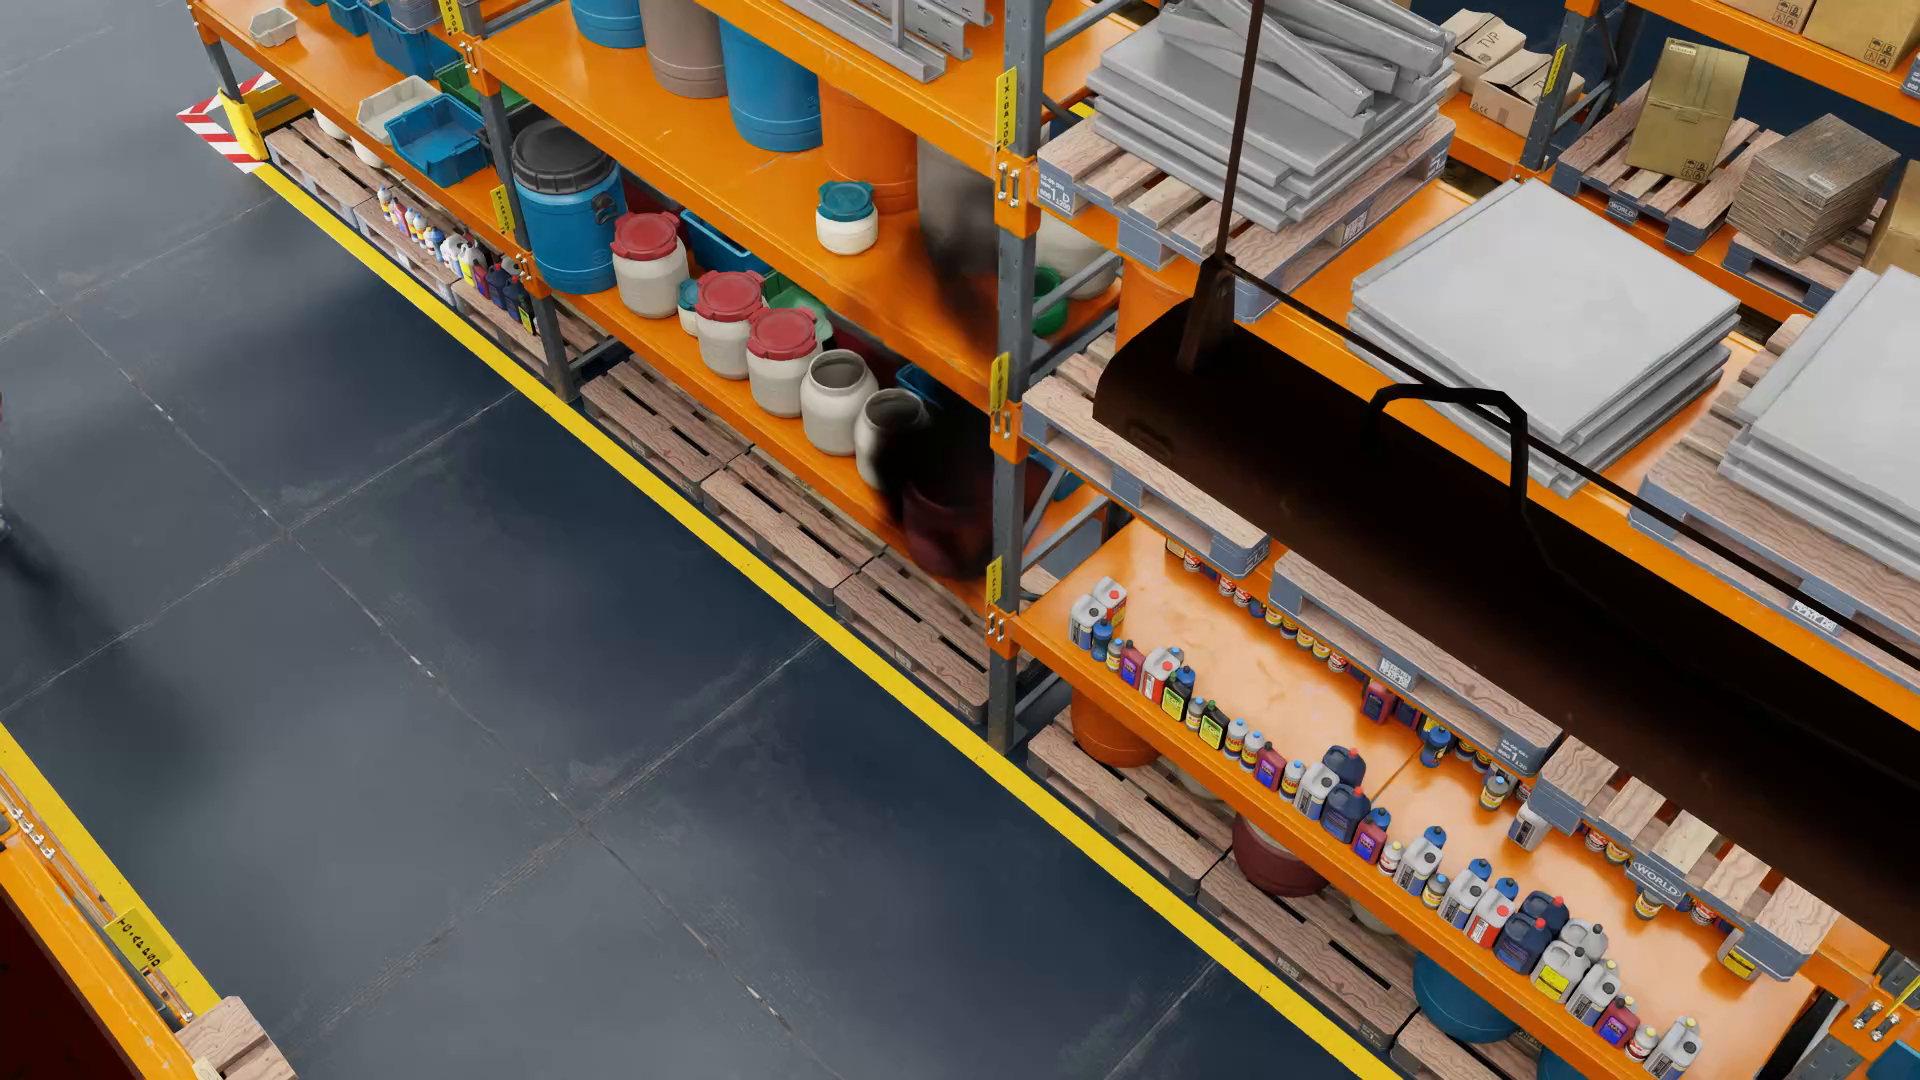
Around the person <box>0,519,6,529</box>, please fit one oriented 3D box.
[{"bbox_3d":[-6.143,-0.706,9.832,0.835,1.754,0.722,30,56,23],"label":"person"}]
